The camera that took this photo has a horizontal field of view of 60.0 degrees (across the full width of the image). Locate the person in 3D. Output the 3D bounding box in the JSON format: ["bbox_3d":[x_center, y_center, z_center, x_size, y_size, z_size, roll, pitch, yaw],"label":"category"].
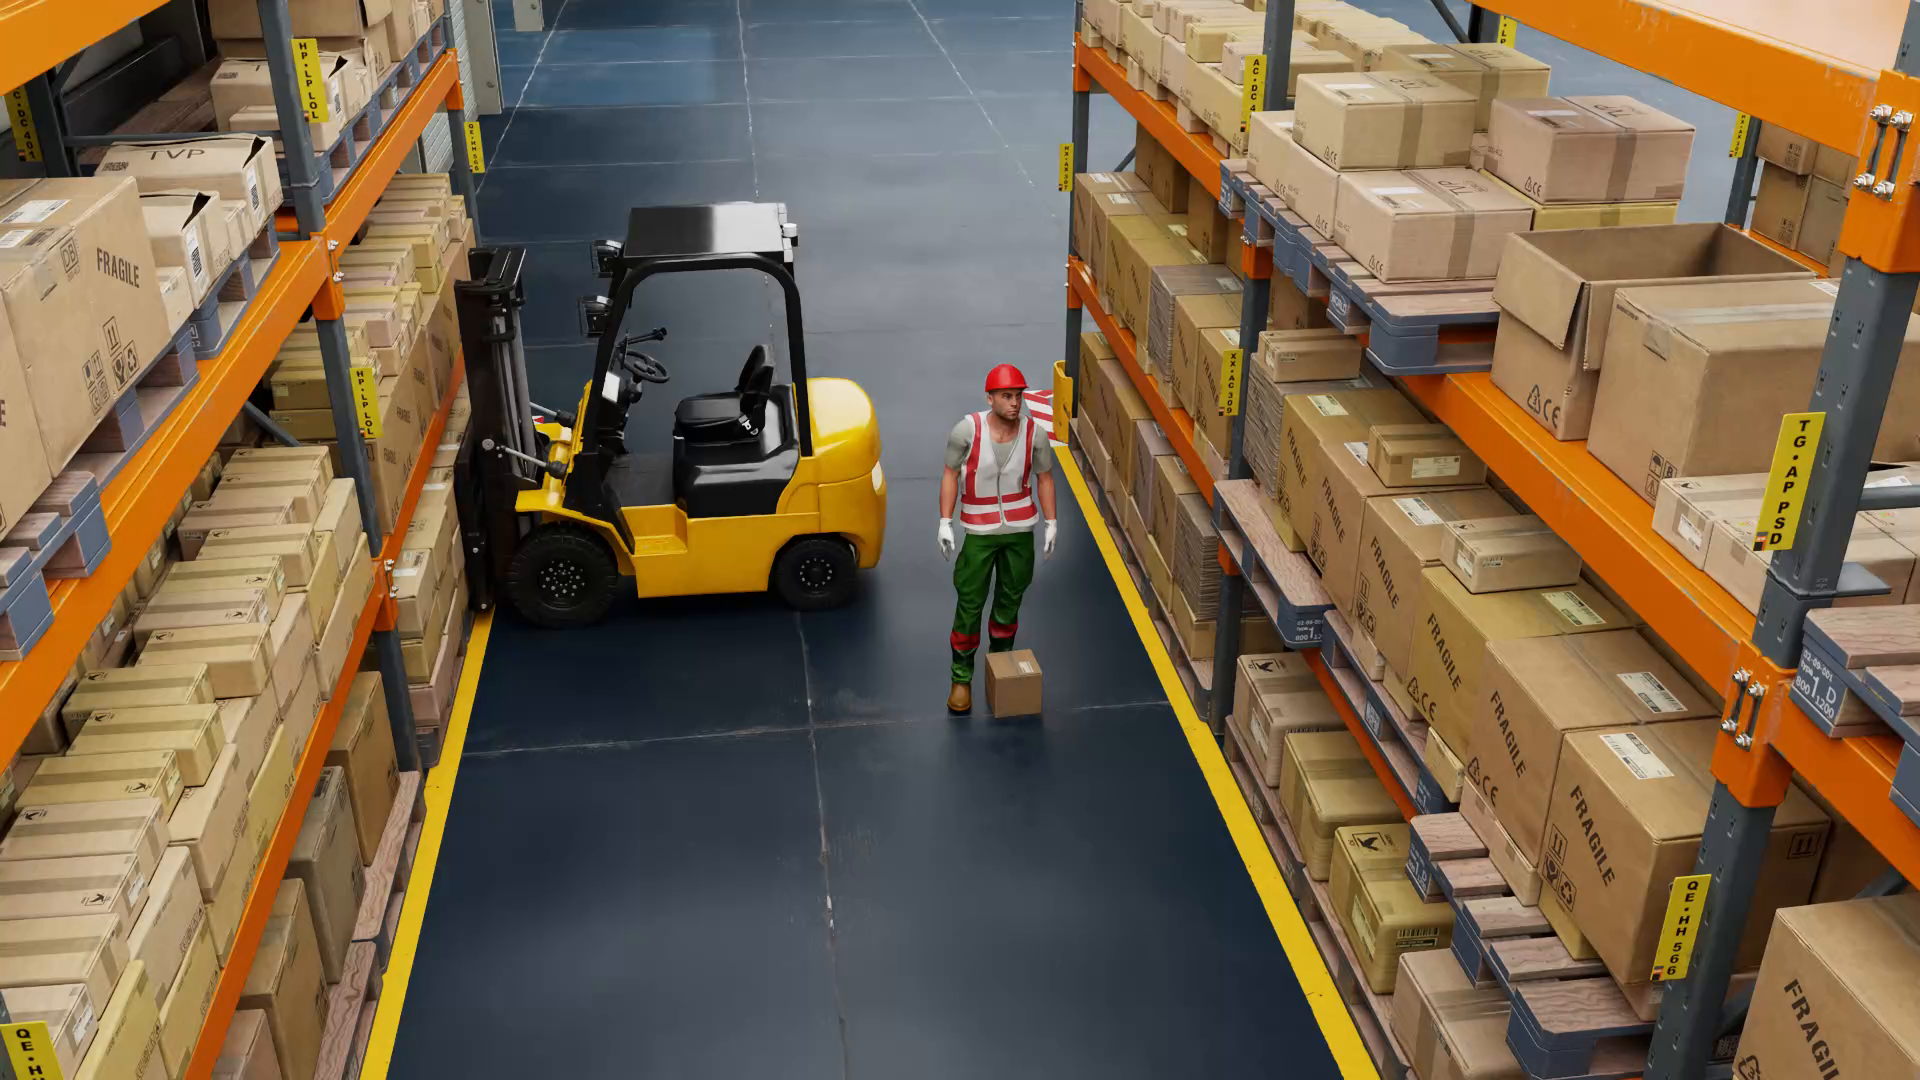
[{"bbox_3d":[0.206,-0.017,8.604,0.638,1.787,0.564,-4,27,-9],"label":"person"}]
